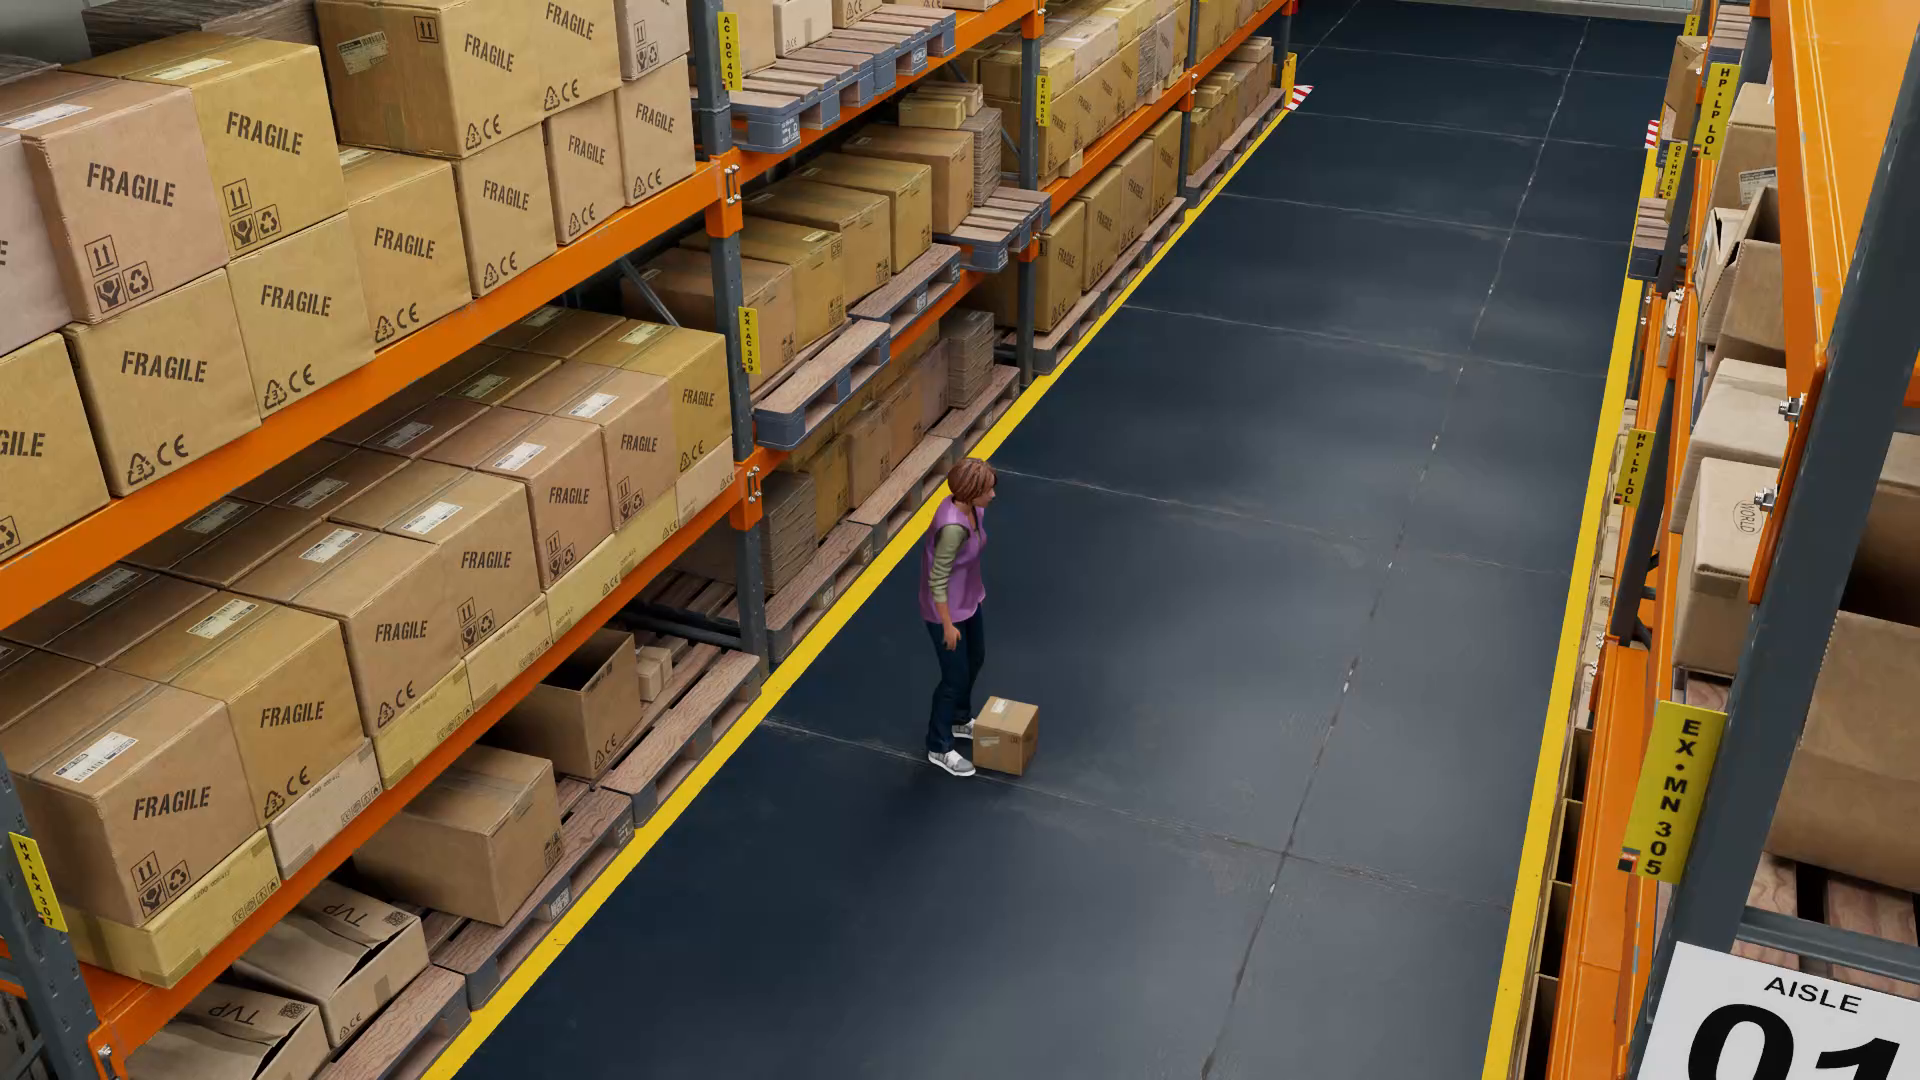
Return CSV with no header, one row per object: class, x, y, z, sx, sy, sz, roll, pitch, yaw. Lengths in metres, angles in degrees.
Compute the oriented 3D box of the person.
person,-0.011,0.329,7.829,0.345,1.592,0.477,10,31,16
